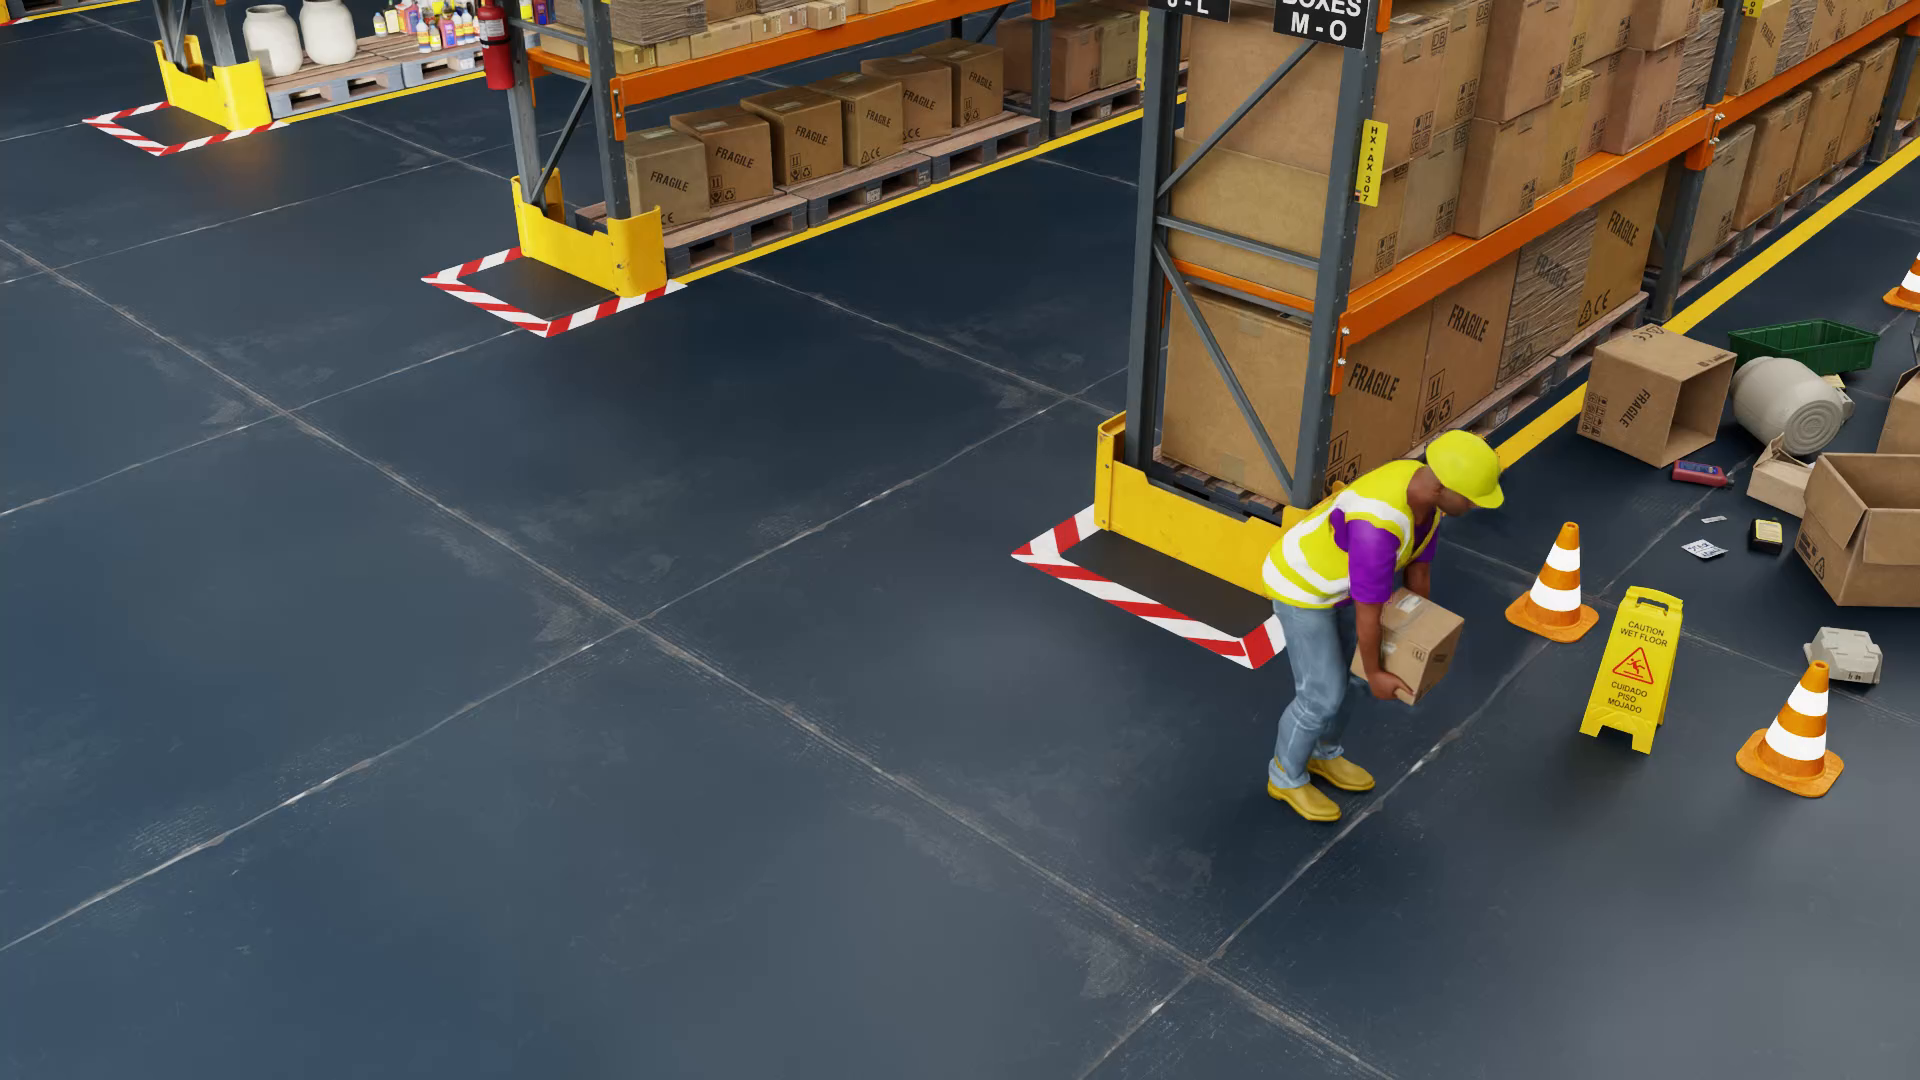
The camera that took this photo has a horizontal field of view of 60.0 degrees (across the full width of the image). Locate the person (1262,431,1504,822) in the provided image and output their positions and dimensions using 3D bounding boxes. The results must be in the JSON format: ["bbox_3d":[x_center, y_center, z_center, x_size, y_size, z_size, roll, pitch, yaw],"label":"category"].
[{"bbox_3d":[1.431,0.275,5.806,0.749,1.608,0.480,24,39,34],"label":"person"}]
